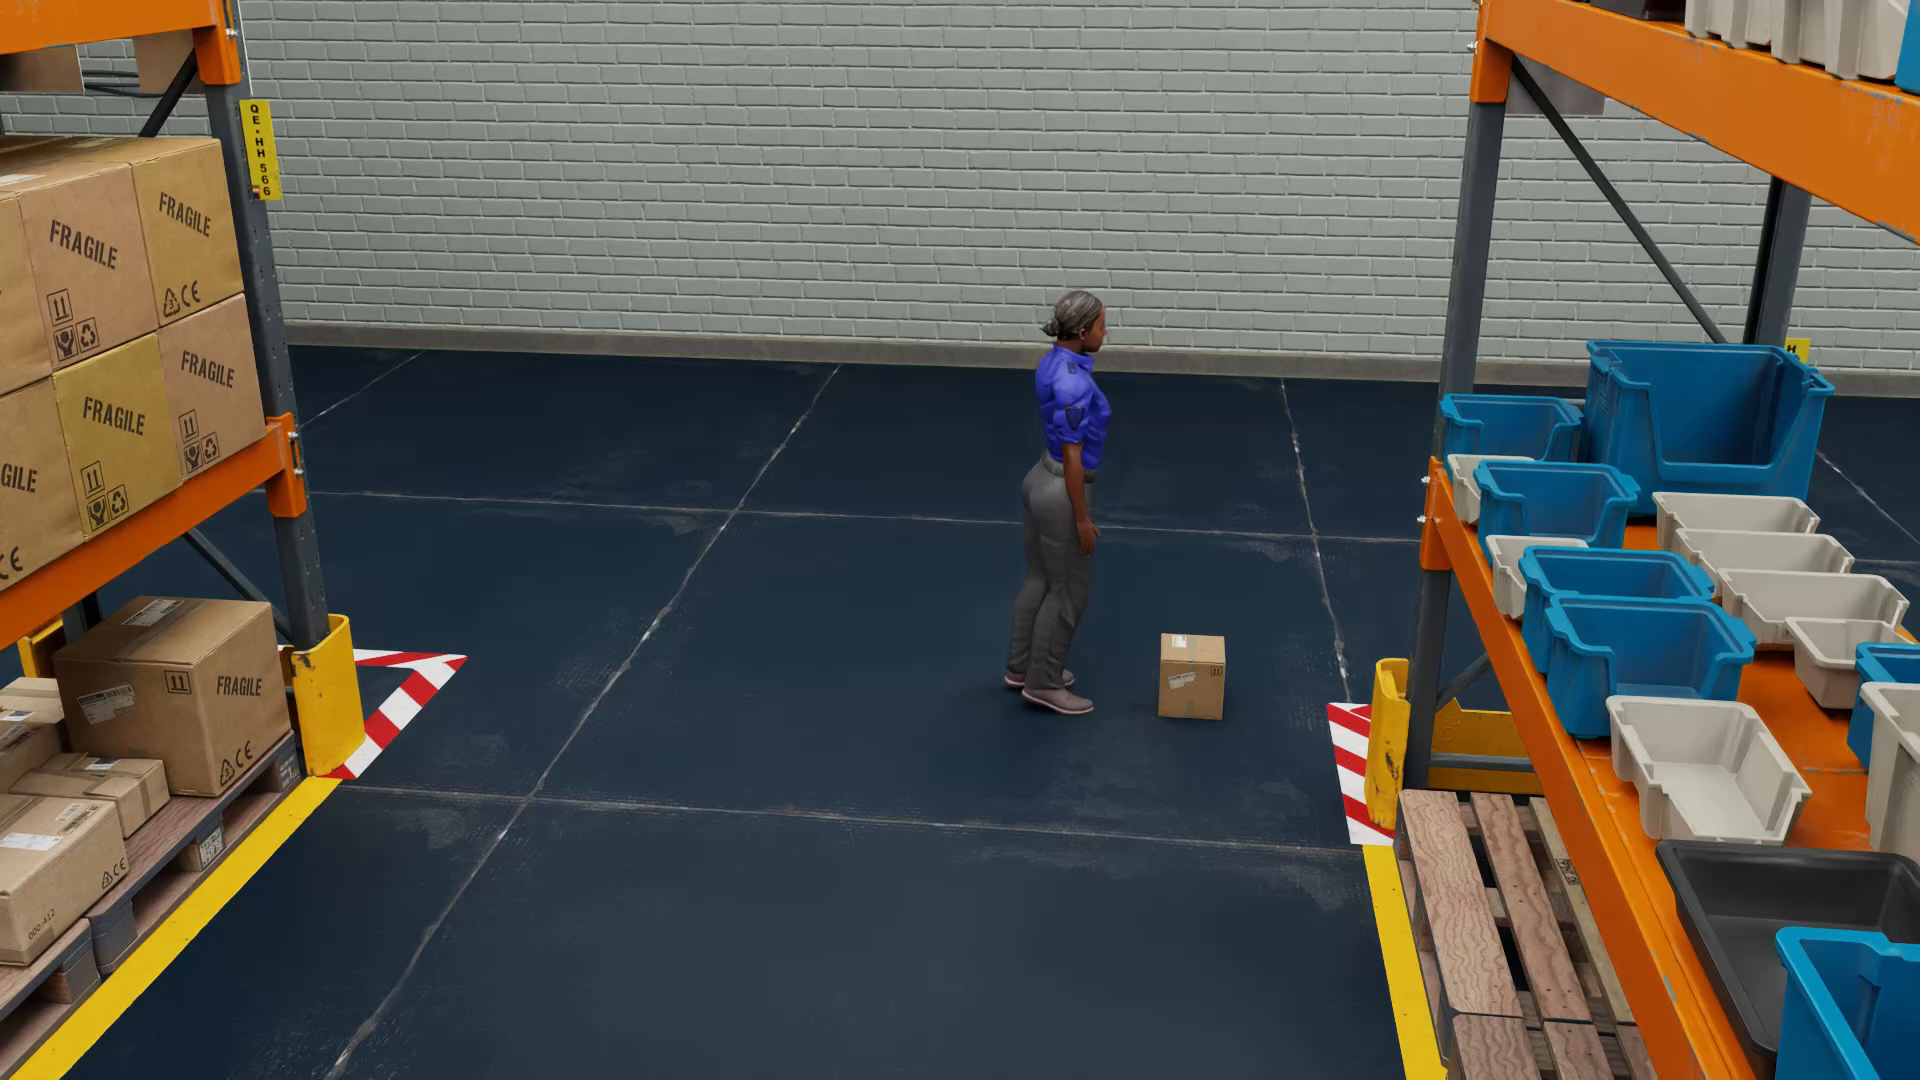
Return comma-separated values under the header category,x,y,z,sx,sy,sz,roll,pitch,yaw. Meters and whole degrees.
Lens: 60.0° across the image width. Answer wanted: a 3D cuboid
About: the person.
category,x,y,z,sx,sy,sz,roll,pitch,yaw
person,0.376,-0.142,6.459,0.376,1.682,0.488,-3,21,-7
